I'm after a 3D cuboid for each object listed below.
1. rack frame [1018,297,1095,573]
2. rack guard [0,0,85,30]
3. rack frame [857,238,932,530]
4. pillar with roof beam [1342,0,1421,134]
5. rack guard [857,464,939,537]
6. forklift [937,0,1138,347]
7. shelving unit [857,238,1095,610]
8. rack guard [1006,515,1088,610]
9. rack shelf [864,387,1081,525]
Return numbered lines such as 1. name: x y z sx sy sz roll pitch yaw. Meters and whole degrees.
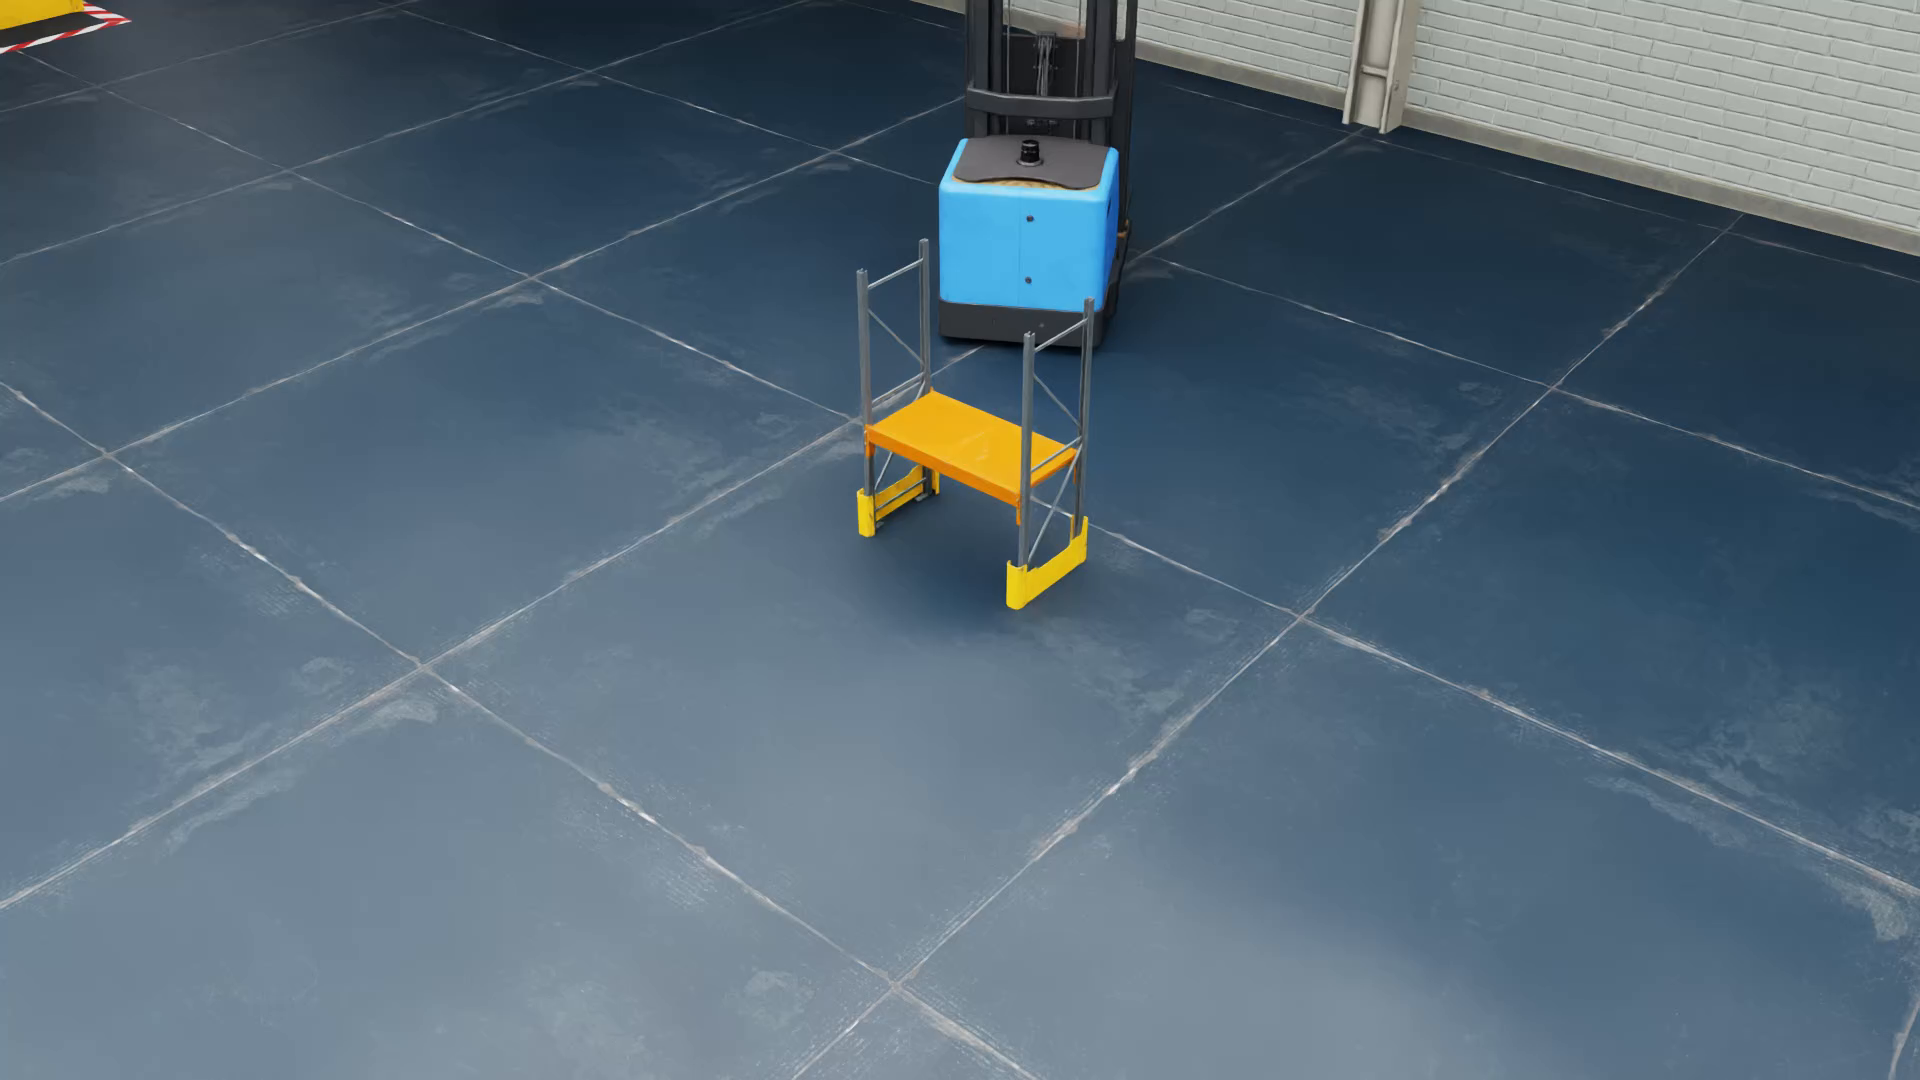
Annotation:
1. rack frame: 0.456 -0.403 8.012 0.032 1.500 0.500 25 42 32
2. rack guard: -9.082 -5.227 15.920 0.348 0.500 1.175 25 42 32
3. rack frame: -0.325 -0.771 8.549 0.032 1.500 0.500 25 42 32
4. pillar with roof beam: 0.659 -5.289 8.502 0.400 9.000 9.100 25 42 32
5. rack guard: -0.324 -0.256 8.902 0.087 0.250 0.587 25 42 32
6. forklift: 0.618 -3.234 10.869 1.130 2.935 3.031 6 35 8
7. shelving unit: 0.059 -0.591 8.285 1.083 1.500 0.587 25 42 32
8. rack guard: 0.441 0.105 8.376 0.087 0.250 0.587 25 42 32
9. rack shelf: 0.066 -0.439 8.382 1.000 0.185 0.538 25 42 32
